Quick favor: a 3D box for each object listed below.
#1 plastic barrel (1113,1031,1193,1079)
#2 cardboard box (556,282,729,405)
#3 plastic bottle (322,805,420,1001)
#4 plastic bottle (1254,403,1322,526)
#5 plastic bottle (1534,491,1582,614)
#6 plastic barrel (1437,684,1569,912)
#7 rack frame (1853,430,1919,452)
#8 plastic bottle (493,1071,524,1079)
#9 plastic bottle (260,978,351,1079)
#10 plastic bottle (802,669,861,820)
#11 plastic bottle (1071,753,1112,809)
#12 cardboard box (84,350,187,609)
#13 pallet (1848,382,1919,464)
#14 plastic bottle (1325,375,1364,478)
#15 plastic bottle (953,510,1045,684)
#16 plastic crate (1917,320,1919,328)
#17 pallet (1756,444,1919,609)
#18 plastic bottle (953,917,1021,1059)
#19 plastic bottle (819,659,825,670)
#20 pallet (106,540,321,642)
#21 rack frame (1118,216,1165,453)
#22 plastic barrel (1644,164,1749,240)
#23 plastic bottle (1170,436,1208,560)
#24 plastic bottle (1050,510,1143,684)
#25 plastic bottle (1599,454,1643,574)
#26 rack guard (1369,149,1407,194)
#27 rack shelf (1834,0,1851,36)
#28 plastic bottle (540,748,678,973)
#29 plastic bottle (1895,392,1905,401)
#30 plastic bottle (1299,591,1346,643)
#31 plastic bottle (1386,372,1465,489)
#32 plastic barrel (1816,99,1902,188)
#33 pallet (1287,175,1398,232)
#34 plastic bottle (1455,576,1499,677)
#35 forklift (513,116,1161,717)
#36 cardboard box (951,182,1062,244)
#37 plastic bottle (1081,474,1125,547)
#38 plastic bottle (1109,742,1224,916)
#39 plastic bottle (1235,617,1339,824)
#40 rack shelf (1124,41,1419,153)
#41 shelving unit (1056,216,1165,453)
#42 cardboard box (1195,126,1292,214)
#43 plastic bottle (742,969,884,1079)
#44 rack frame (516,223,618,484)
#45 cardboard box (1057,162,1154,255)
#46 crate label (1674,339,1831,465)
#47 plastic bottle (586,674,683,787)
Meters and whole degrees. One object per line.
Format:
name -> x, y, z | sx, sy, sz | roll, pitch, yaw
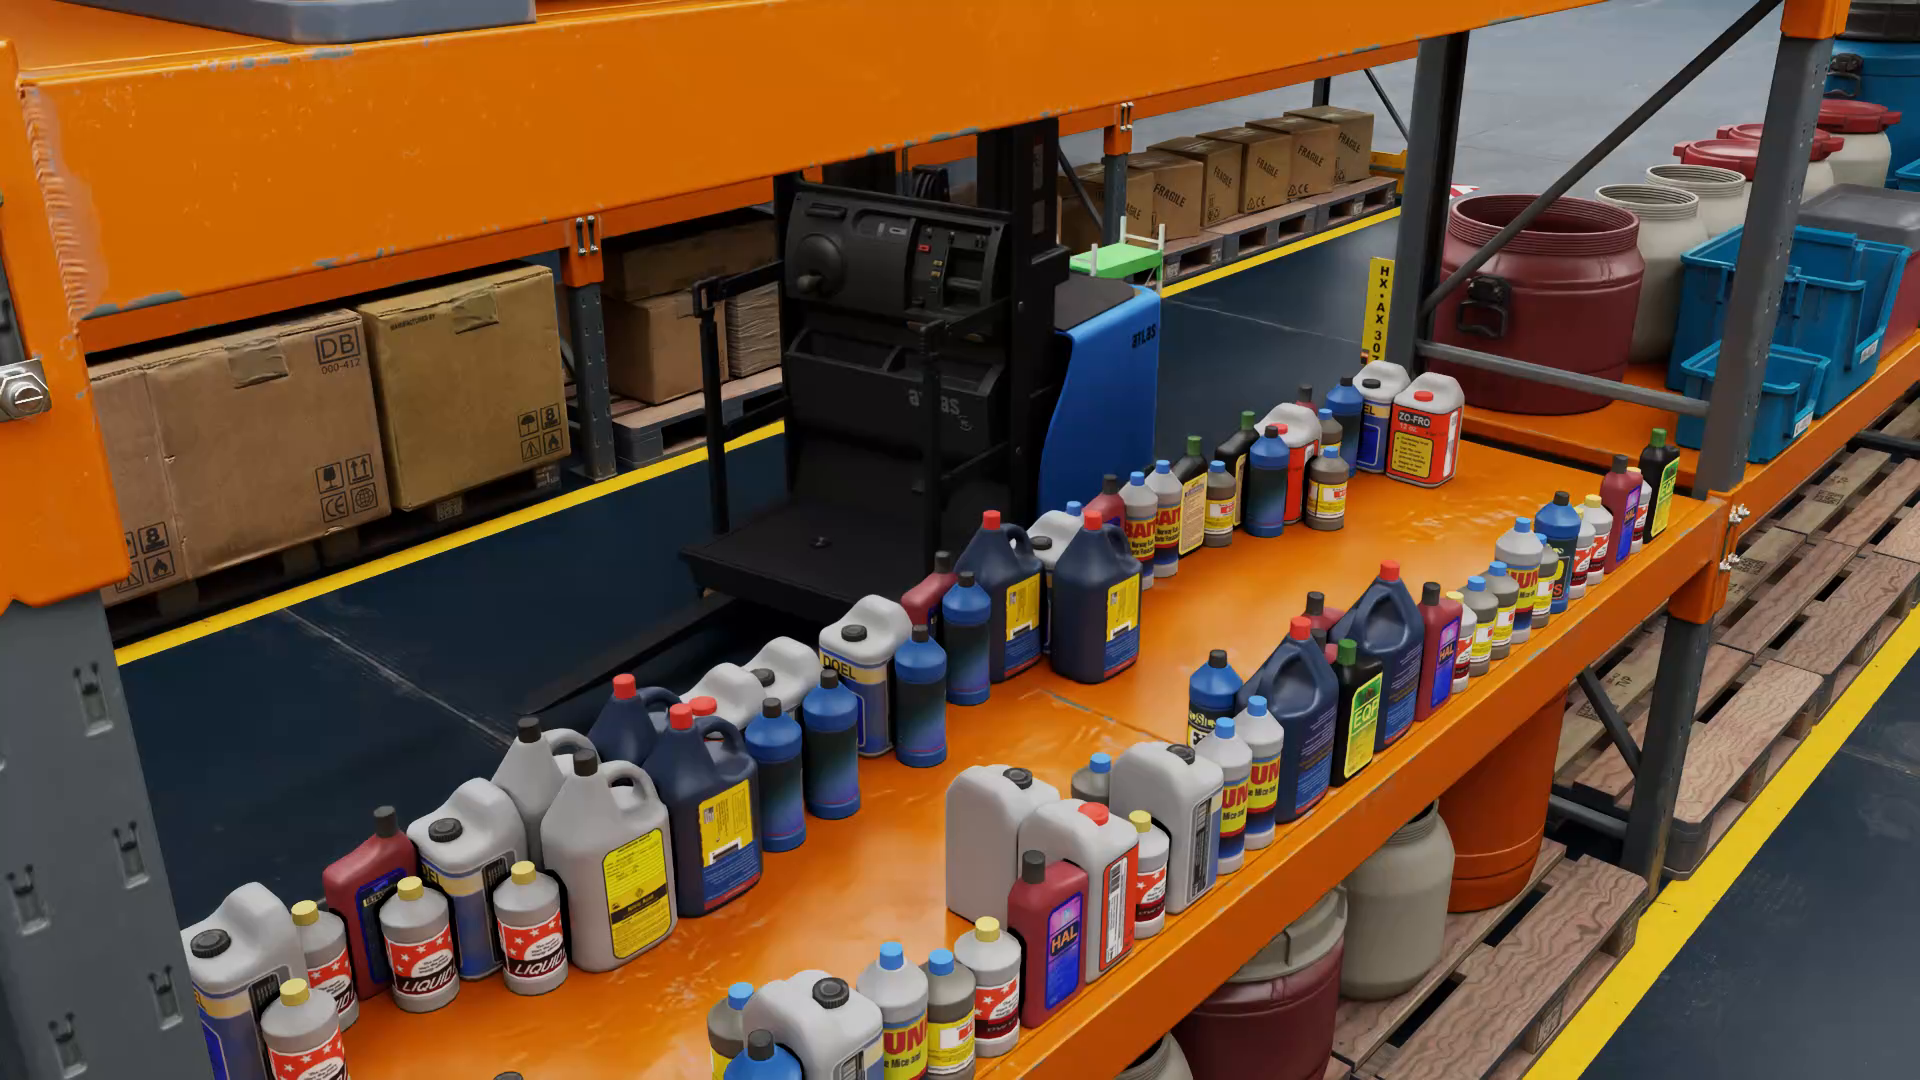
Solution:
plastic barrel -> 0.266, 1.202, 3.431 | 0.421, 0.512, 0.421 | 0, 24, 0
cardboard box -> -1.612, -1.058, 8.462 | 0.700, 0.500, 0.500 | 18, 30, 35
plastic bottle -> -0.883, 0.544, 2.512 | 0.061, 0.283, 0.133 | 20, 31, 38
plastic bottle -> 0.806, -0.195, 4.170 | 0.152, 0.276, 0.135 | 20, 31, 38
plastic bottle -> 1.317, 0.022, 3.692 | 0.097, 0.271, 0.097 | 0, 24, 0
plastic barrel -> 1.330, 0.516, 4.572 | 0.600, 0.830, 0.708 | 20, 31, 38
rack frame -> 4.314, -1.655, 7.275 | 1.000, 3.000, 0.127 | 20, 31, 38
plastic bottle -> -0.522, 0.774, 1.918 | 0.144, 0.351, 0.185 | 20, 31, 38
plastic bottle -> -0.898, 0.693, 2.281 | 0.097, 0.201, 0.097 | 0, 24, 0
plastic bottle -> -0.228, 0.355, 2.949 | 0.097, 0.271, 0.097 | 0, 24, 0
plastic bottle -> 0.234, 0.455, 2.812 | 0.097, 0.201, 0.097 | 0, 24, 0
cardboard box -> -3.706, -0.265, 6.258 | 1.225, 0.875, 0.875 | 19, 30, 36
pallet -> 4.793, -0.576, 8.276 | 1.003, 0.211, 1.213 | 20, 31, 38
plastic bottle -> 1.017, -0.306, 4.424 | 0.097, 0.271, 0.097 | 0, 24, 0
plastic bottle -> 0.079, 0.100, 3.421 | 0.144, 0.351, 0.185 | 20, 31, 38
plastic crate -> 3.362, -0.951, 5.963 | 0.450, 0.188, 0.662 | 20, 31, 38
pallet -> 3.818, -0.133, 7.288 | 1.003, 0.211, 1.213 | 20, 31, 38
plastic bottle -> 0.039, 0.637, 2.405 | 0.097, 0.201, 0.097 | 0, 24, 0
plastic bottle -> -0.276, 0.316, 3.122 | 0.097, 0.201, 0.097 | 0, 24, 0
pallet -> -3.441, 0.073, 6.828 | 1.003, 0.211, 1.213 | 20, 31, 38
rack frame -> 0.831, -0.905, 7.802 | 0.240, 1.200, 0.015 | 21, 31, 38
plastic barrel -> 2.453, -0.987, 5.649 | 0.421, 0.512, 0.421 | 0, 24, 0
plastic bottle -> 0.528, -0.100, 3.949 | 0.061, 0.283, 0.133 | 20, 31, 38
plastic bottle -> 0.282, 0.100, 3.420 | 0.144, 0.351, 0.185 | 20, 31, 38
plastic bottle -> 1.538, -0.073, 3.889 | 0.061, 0.283, 0.133 | 20, 31, 38
rack guard -> 3.244, -3.062, 13.469 | 1.175, 0.500, 0.348 | 20, 31, 38
rack shelf -> 2.979, -2.086, 5.449 | 1.077, 0.370, 4.000 | 20, 31, 38
plastic bottle -> -0.548, 0.475, 2.585 | 0.144, 0.351, 0.185 | 20, 31, 38
plastic bottle -> 4.636, -0.883, 8.252 | 0.144, 0.351, 0.185 | 20, 31, 38
plastic bottle -> 0.698, 0.222, 3.231 | 0.061, 0.283, 0.133 | 20, 31, 38
plastic bottle -> 1.228, -0.295, 4.392 | 0.152, 0.276, 0.135 | 20, 31, 38
plastic barrel -> 3.512, -1.485, 6.730 | 0.433, 0.535, 0.433 | 0, 24, 0
pallet -> 2.676, -2.693, 12.997 | 1.003, 0.211, 1.213 | 20, 31, 38
plastic bottle -> 1.057, 0.173, 3.442 | 0.097, 0.201, 0.097 | 0, 24, 0
forklift -> -0.366, -1.018, 5.938 | 1.130, 2.935, 3.031 | 15, 28, 30
cardboard box -> 0.199, -1.886, 10.308 | 0.700, 0.500, 0.500 | 17, 29, 34
plastic bottle -> 0.309, 0.000, 3.726 | 0.061, 0.283, 0.133 | 20, 31, 38
plastic bottle -> 0.340, 0.449, 2.733 | 0.152, 0.276, 0.135 | 20, 31, 38
plastic bottle -> 0.579, 0.308, 2.956 | 0.144, 0.351, 0.185 | 20, 31, 38
rack shelf -> 1.960, -3.288, 11.797 | 1.077, 0.370, 4.000 | 20, 31, 38
shelving unit -> 0.665, -0.832, 7.638 | 0.258, 1.200, 0.503 | 21, 31, 38
cardboard box -> 2.060, -2.714, 12.179 | 0.500, 0.500, 0.500 | -21, 31, -38
plastic bottle -> -0.189, 0.691, 2.195 | 0.152, 0.276, 0.135 | 20, 31, 38
rack frame -> -2.044, -1.789, 7.573 | 1.000, 3.000, 0.127 | 20, 31, 38
cardboard box -> 0.922, -2.169, 10.964 | 0.500, 0.500, 0.500 | 19, 30, 36
crate label -> 2.204, -0.386, 4.649 | 0.303, 0.233, 0.416 | 20, 31, 38
plastic bottle -> -0.532, 0.379, 2.798 | 0.144, 0.351, 0.185 | 20, 31, 38
